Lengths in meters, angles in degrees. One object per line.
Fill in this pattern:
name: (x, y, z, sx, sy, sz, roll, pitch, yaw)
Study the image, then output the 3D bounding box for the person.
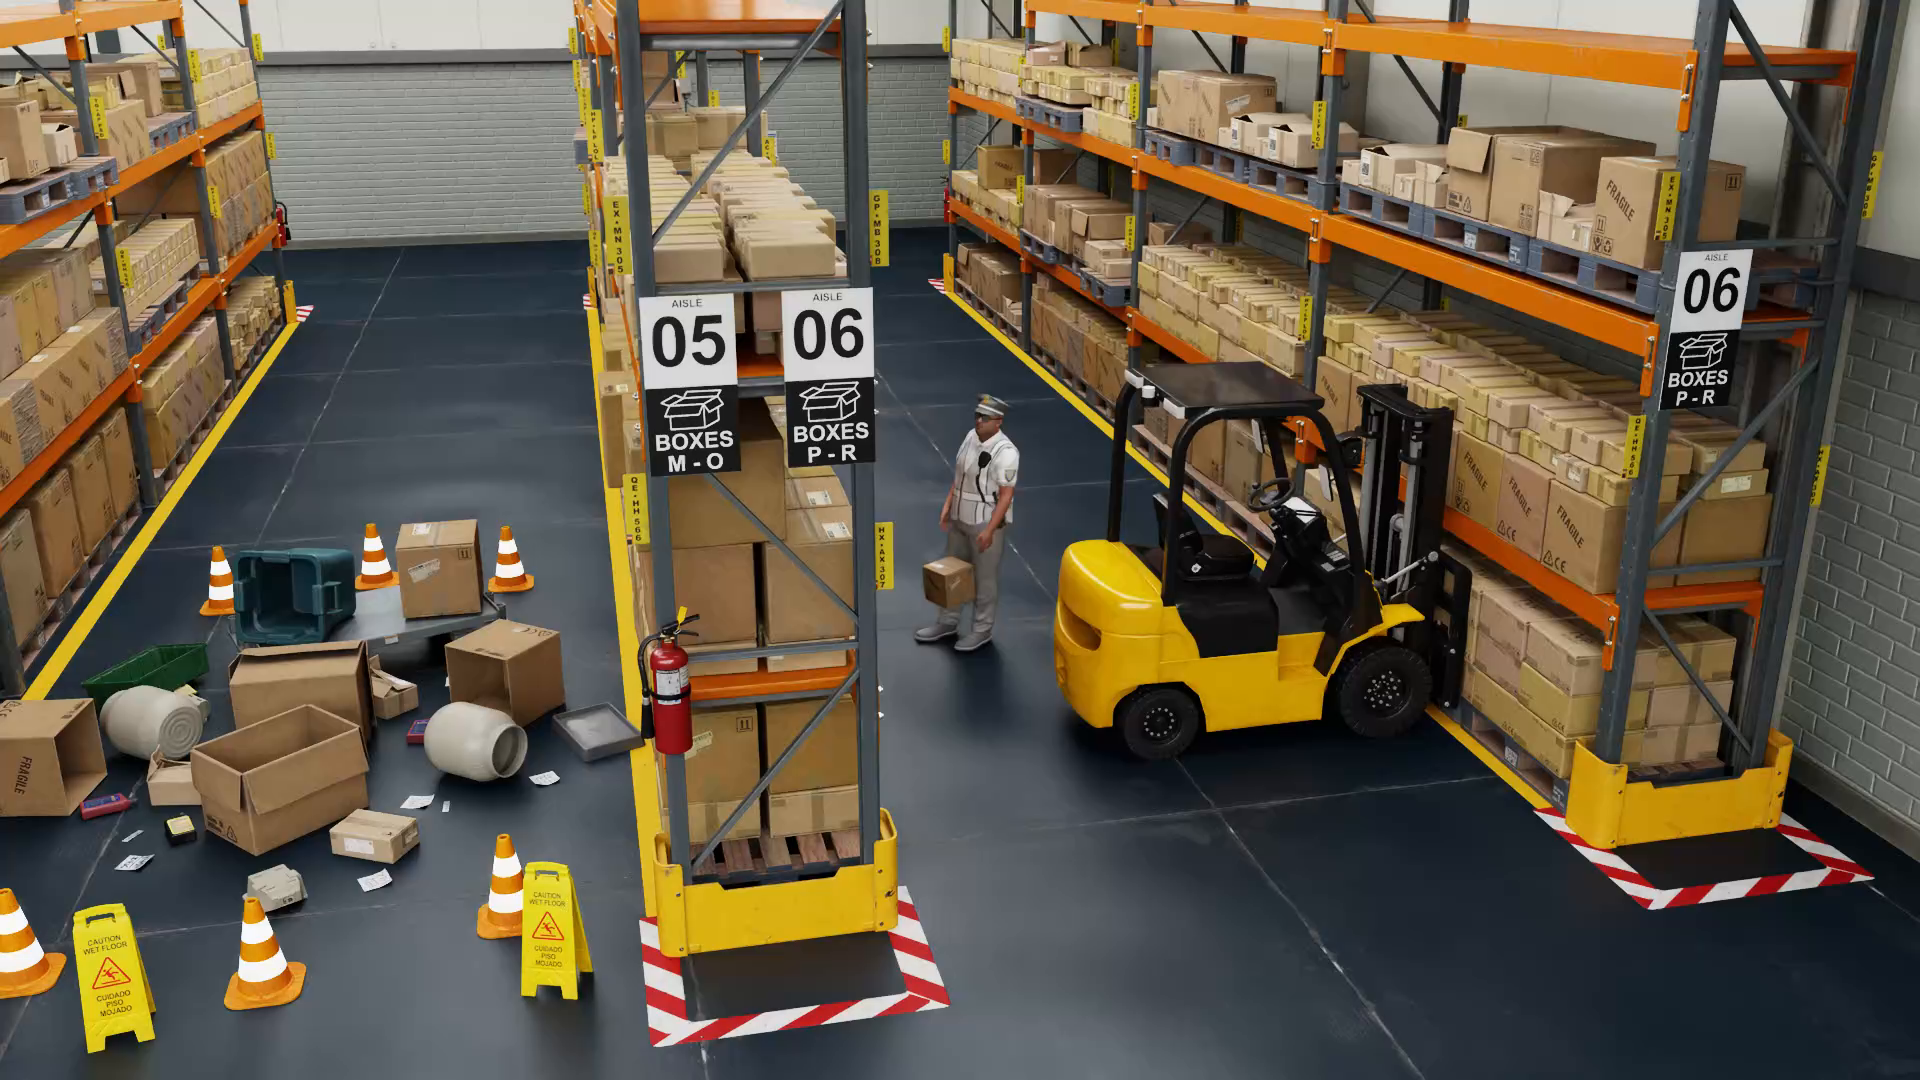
person: (0.066, -0.126, 11.343, 0.571, 1.783, 0.609, -14, 24, -35)
